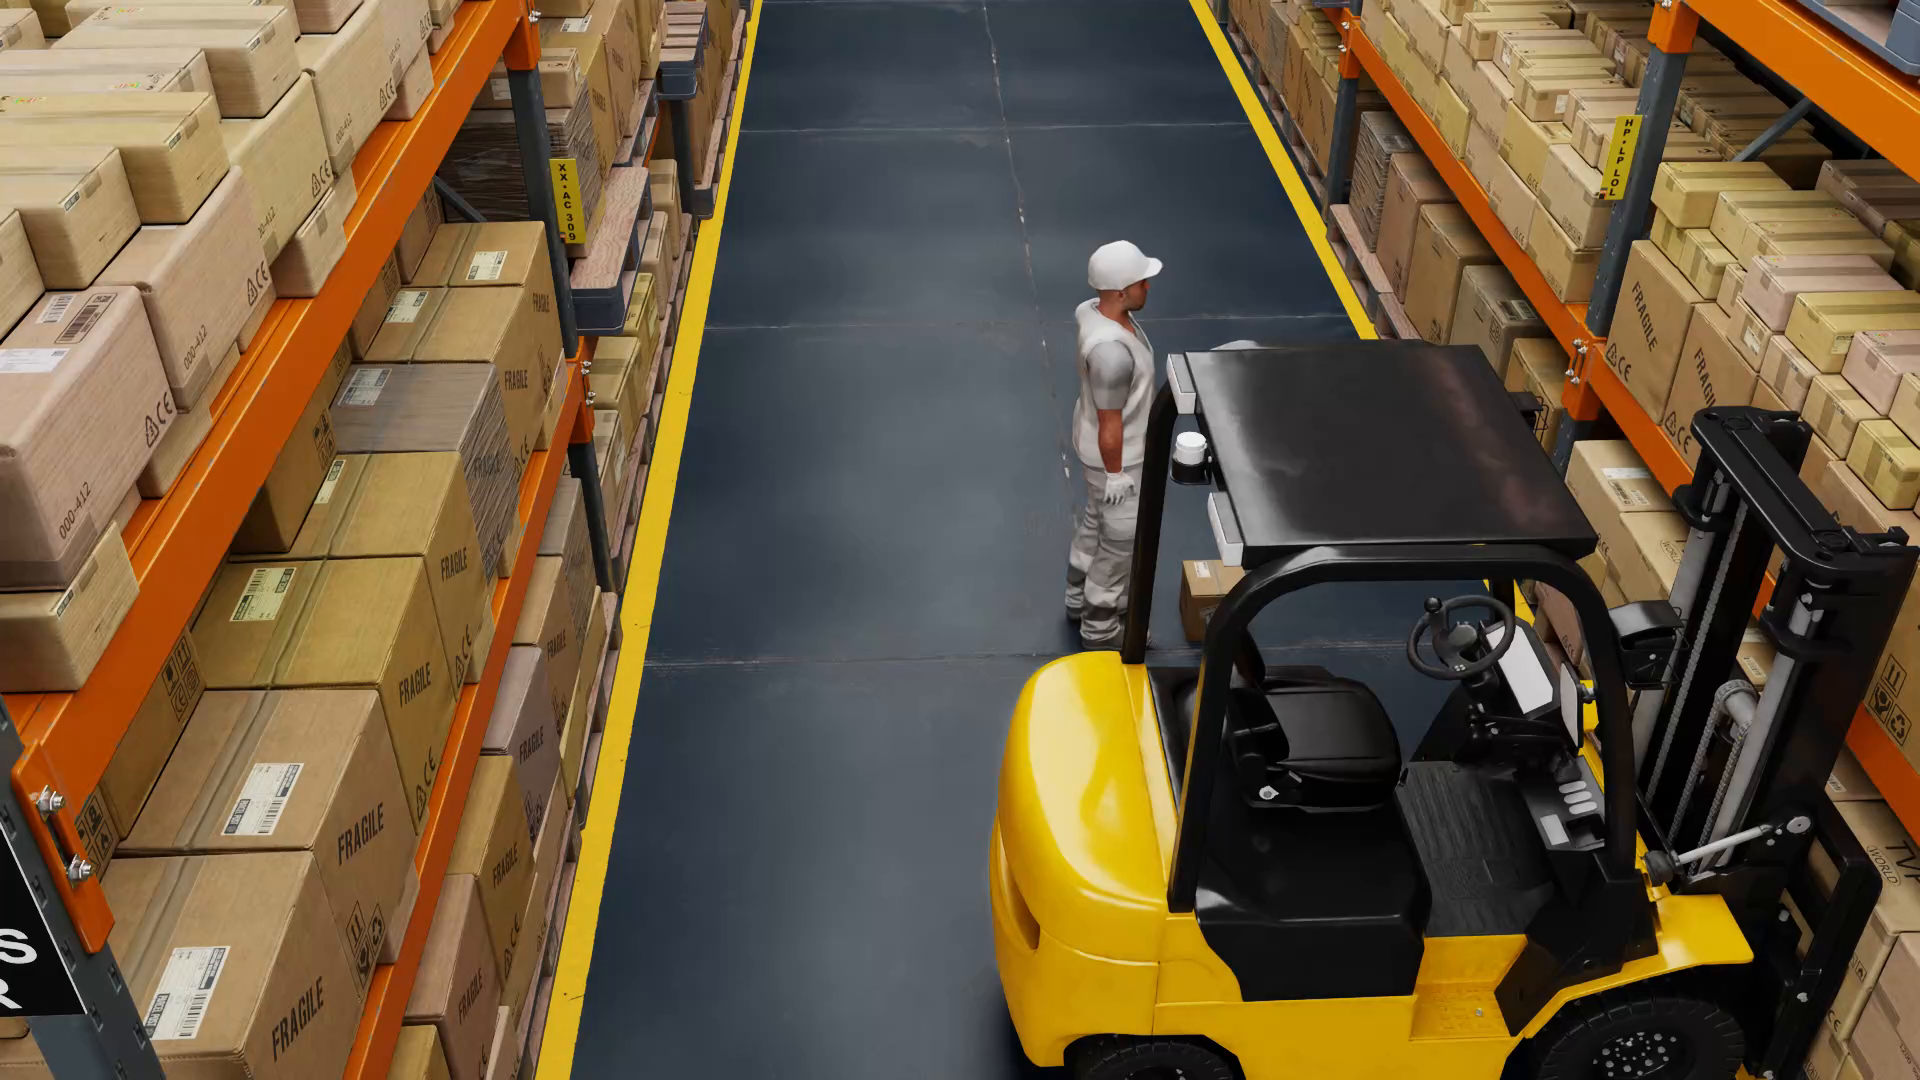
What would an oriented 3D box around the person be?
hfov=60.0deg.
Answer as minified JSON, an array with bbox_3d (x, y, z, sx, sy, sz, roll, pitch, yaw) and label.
[{"bbox_3d":[0.626,-0.363,6.646,0.370,1.787,0.524,-1,35,-1],"label":"person"}]
